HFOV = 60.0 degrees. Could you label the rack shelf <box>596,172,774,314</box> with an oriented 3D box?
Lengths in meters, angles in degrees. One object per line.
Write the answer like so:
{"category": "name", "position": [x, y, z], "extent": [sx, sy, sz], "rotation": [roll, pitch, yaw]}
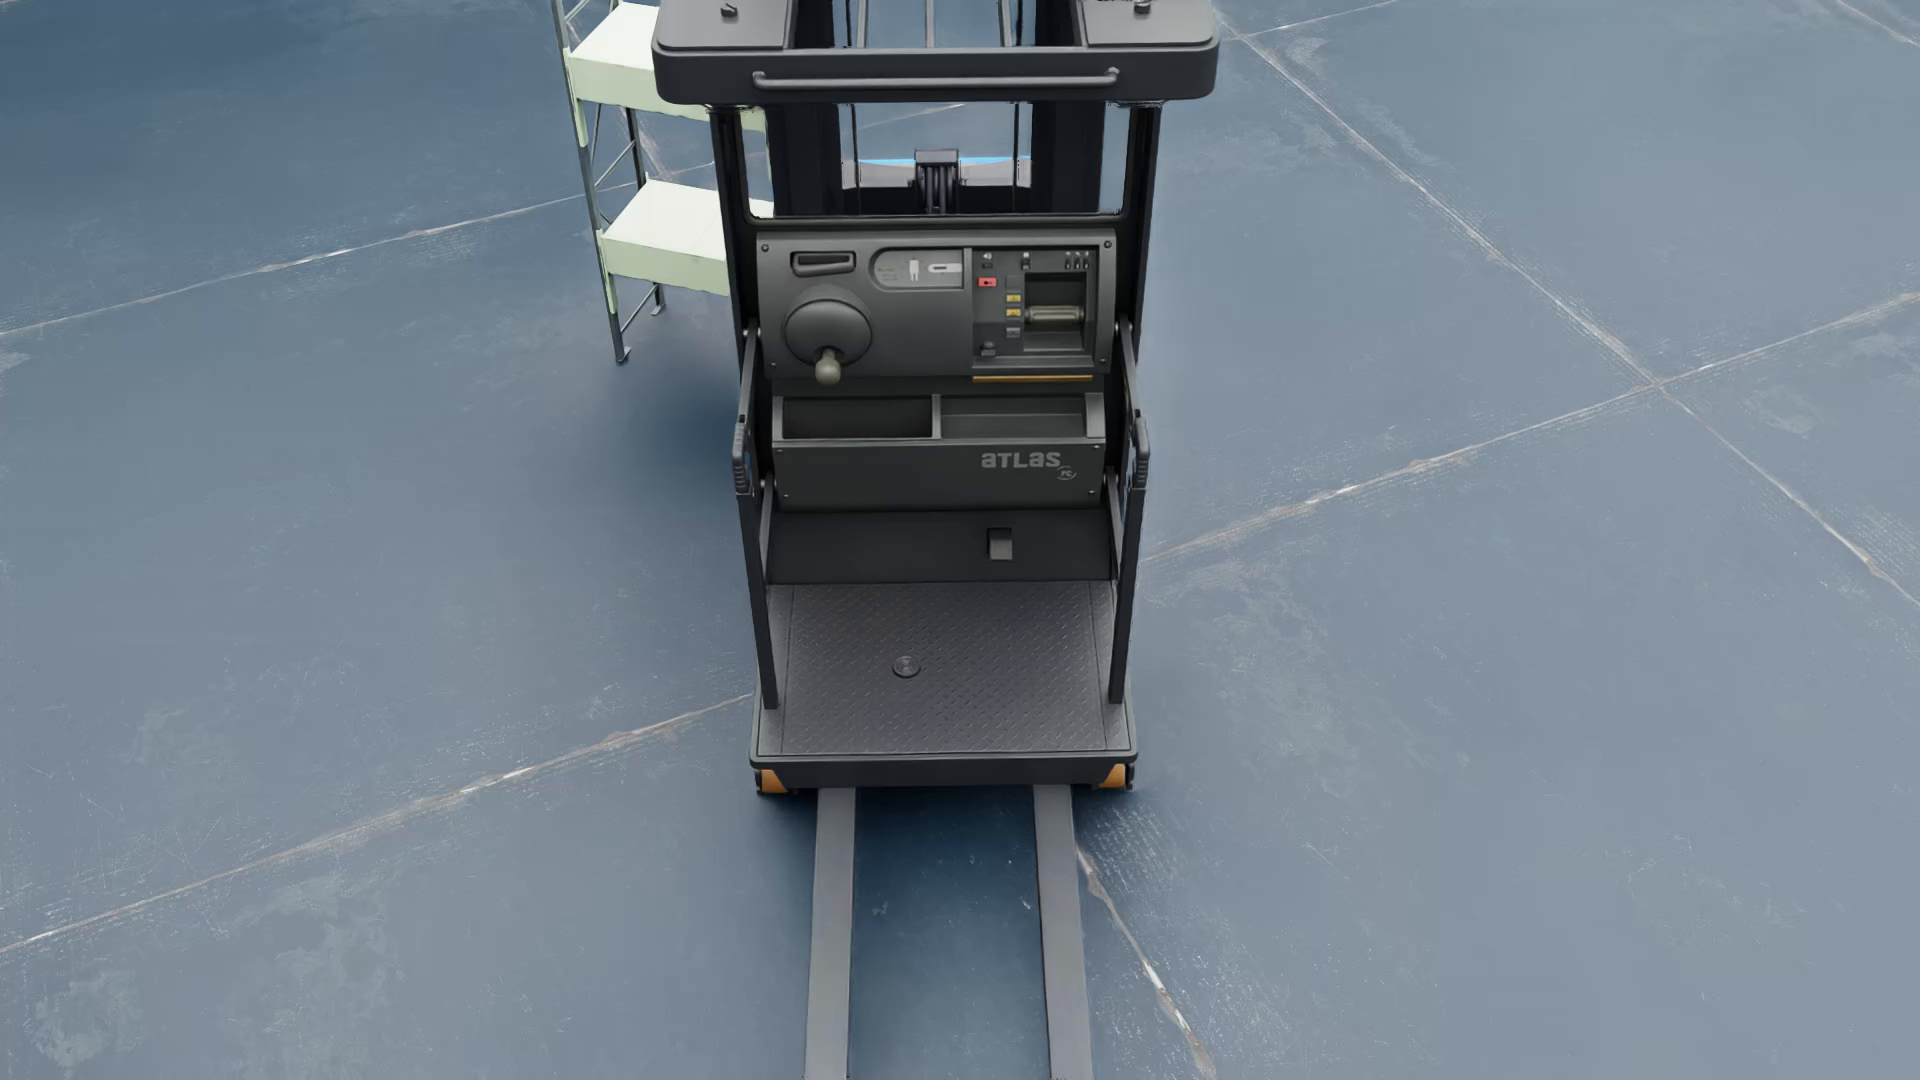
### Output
{"category": "rack shelf", "position": [-0.913, -1.047, 6.208], "extent": [0.720, 0.370, 0.431], "rotation": [13, 46, 12]}

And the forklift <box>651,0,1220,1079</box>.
{"category": "forklift", "position": [-0.054, -0.515, 4.185], "extent": [1.130, 2.935, 3.031], "rotation": [-1, 45, -1]}

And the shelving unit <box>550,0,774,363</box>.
{"category": "shelving unit", "position": [-0.913, -1.280, 5.979], "extent": [0.755, 1.500, 0.431], "rotation": [13, 46, 12]}

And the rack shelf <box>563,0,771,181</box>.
{"category": "rack shelf", "position": [-0.913, -1.557, 5.705], "extent": [0.720, 0.370, 0.431], "rotation": [13, 46, 12]}

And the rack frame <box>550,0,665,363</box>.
{"category": "rack frame", "position": [-1.262, -1.358, 6.058], "extent": [0.023, 1.500, 0.400], "rotation": [13, 46, 12]}
